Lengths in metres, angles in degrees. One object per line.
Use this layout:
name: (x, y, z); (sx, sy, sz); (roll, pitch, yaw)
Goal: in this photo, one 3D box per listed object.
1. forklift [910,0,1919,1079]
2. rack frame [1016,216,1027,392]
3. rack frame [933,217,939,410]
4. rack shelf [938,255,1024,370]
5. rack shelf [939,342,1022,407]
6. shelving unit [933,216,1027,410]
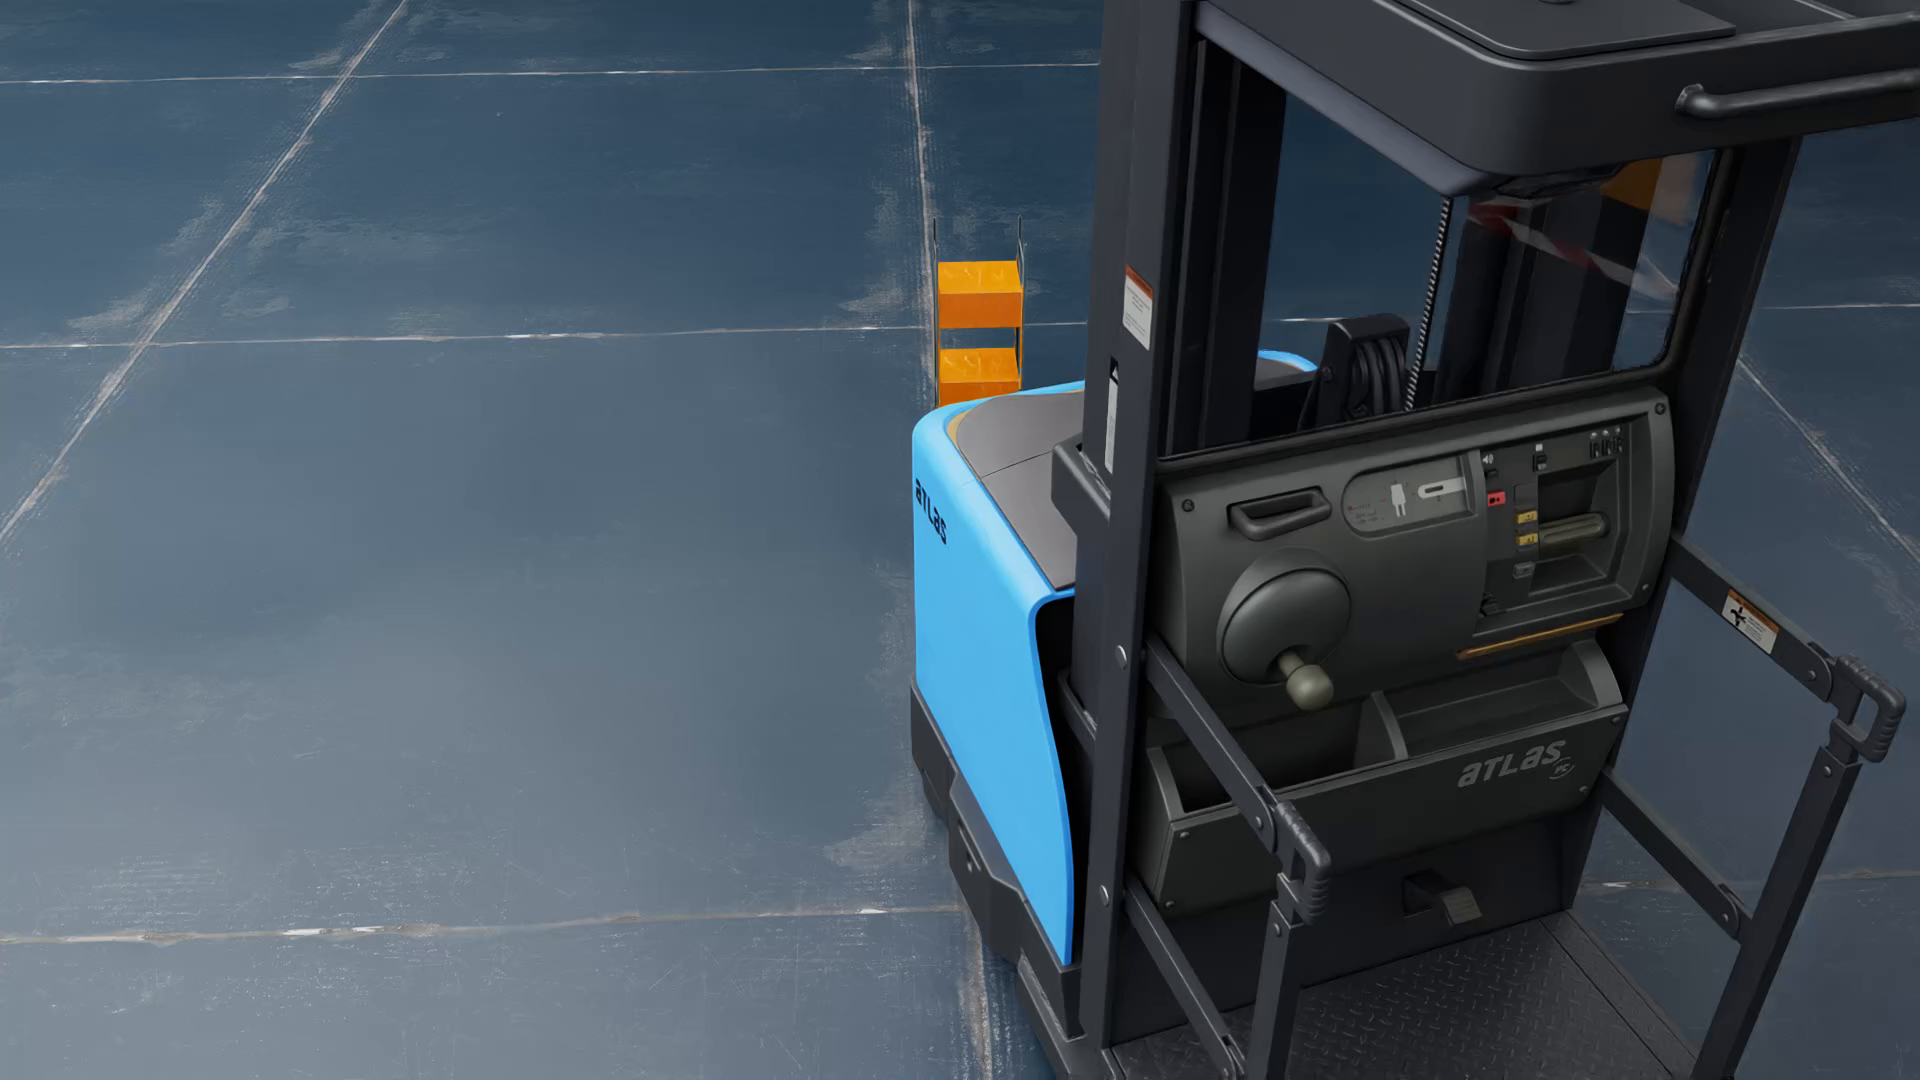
forklift: (0.848, 0.076, 2.565); (1.130, 2.935, 3.031); (-11, 36, -16)
rack frame: (0.175, -0.436, 4.958); (0.008, 1.050, 0.200); (-2, 35, -2)
rack frame: (-0.068, -0.430, 4.949); (0.008, 1.050, 0.200); (-2, 35, -2)
rack shelf: (0.053, -0.658, 4.798); (0.240, 0.259, 0.215); (-2, 35, -2)
rack shelf: (0.053, -0.424, 4.959); (0.240, 0.259, 0.215); (-2, 35, -2)
shelving unit: (0.053, -0.433, 4.953); (0.252, 1.050, 0.215); (-2, 35, -2)
